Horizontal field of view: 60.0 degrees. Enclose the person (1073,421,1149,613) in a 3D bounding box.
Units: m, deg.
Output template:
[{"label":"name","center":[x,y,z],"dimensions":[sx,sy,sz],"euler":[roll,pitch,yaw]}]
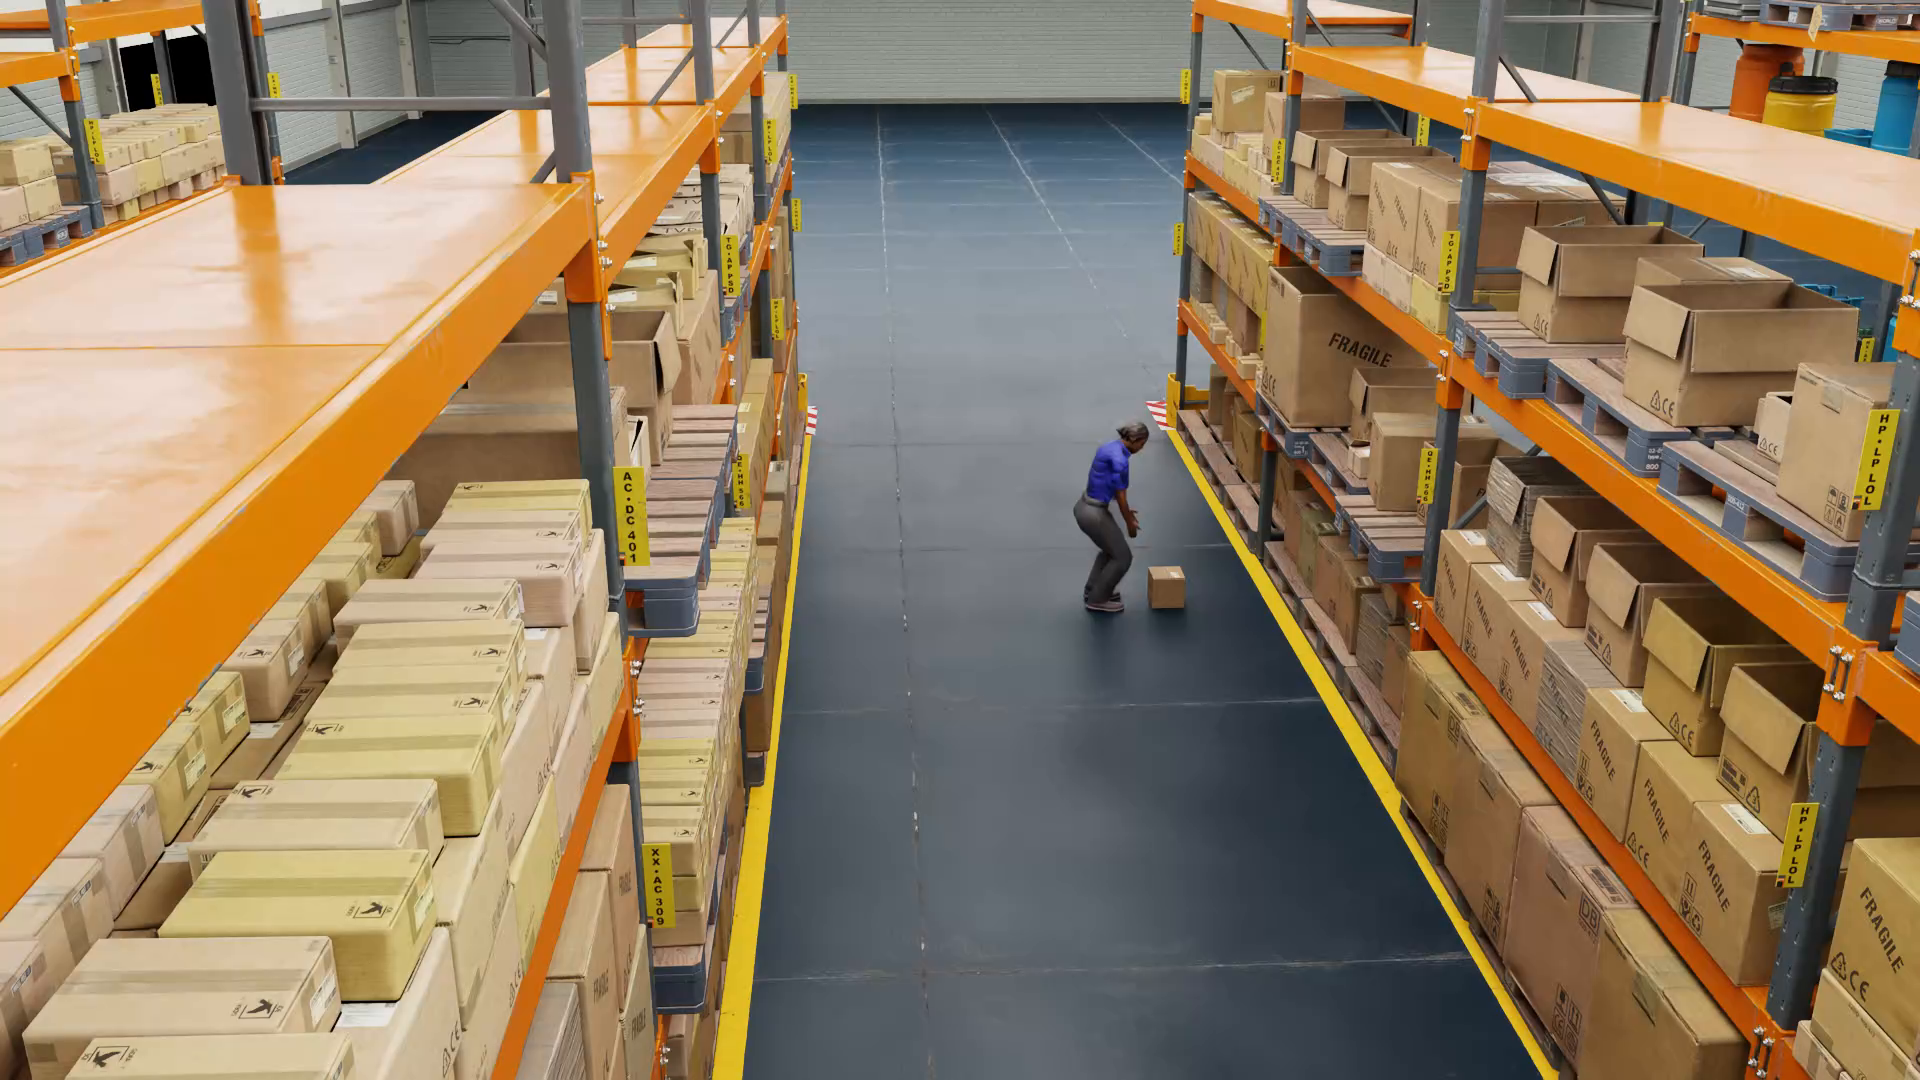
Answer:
[{"label":"person","center":[1.144,-0.197,12.726],"dimensions":[0.556,1.464,0.490],"euler":[-1,21,-2]}]
